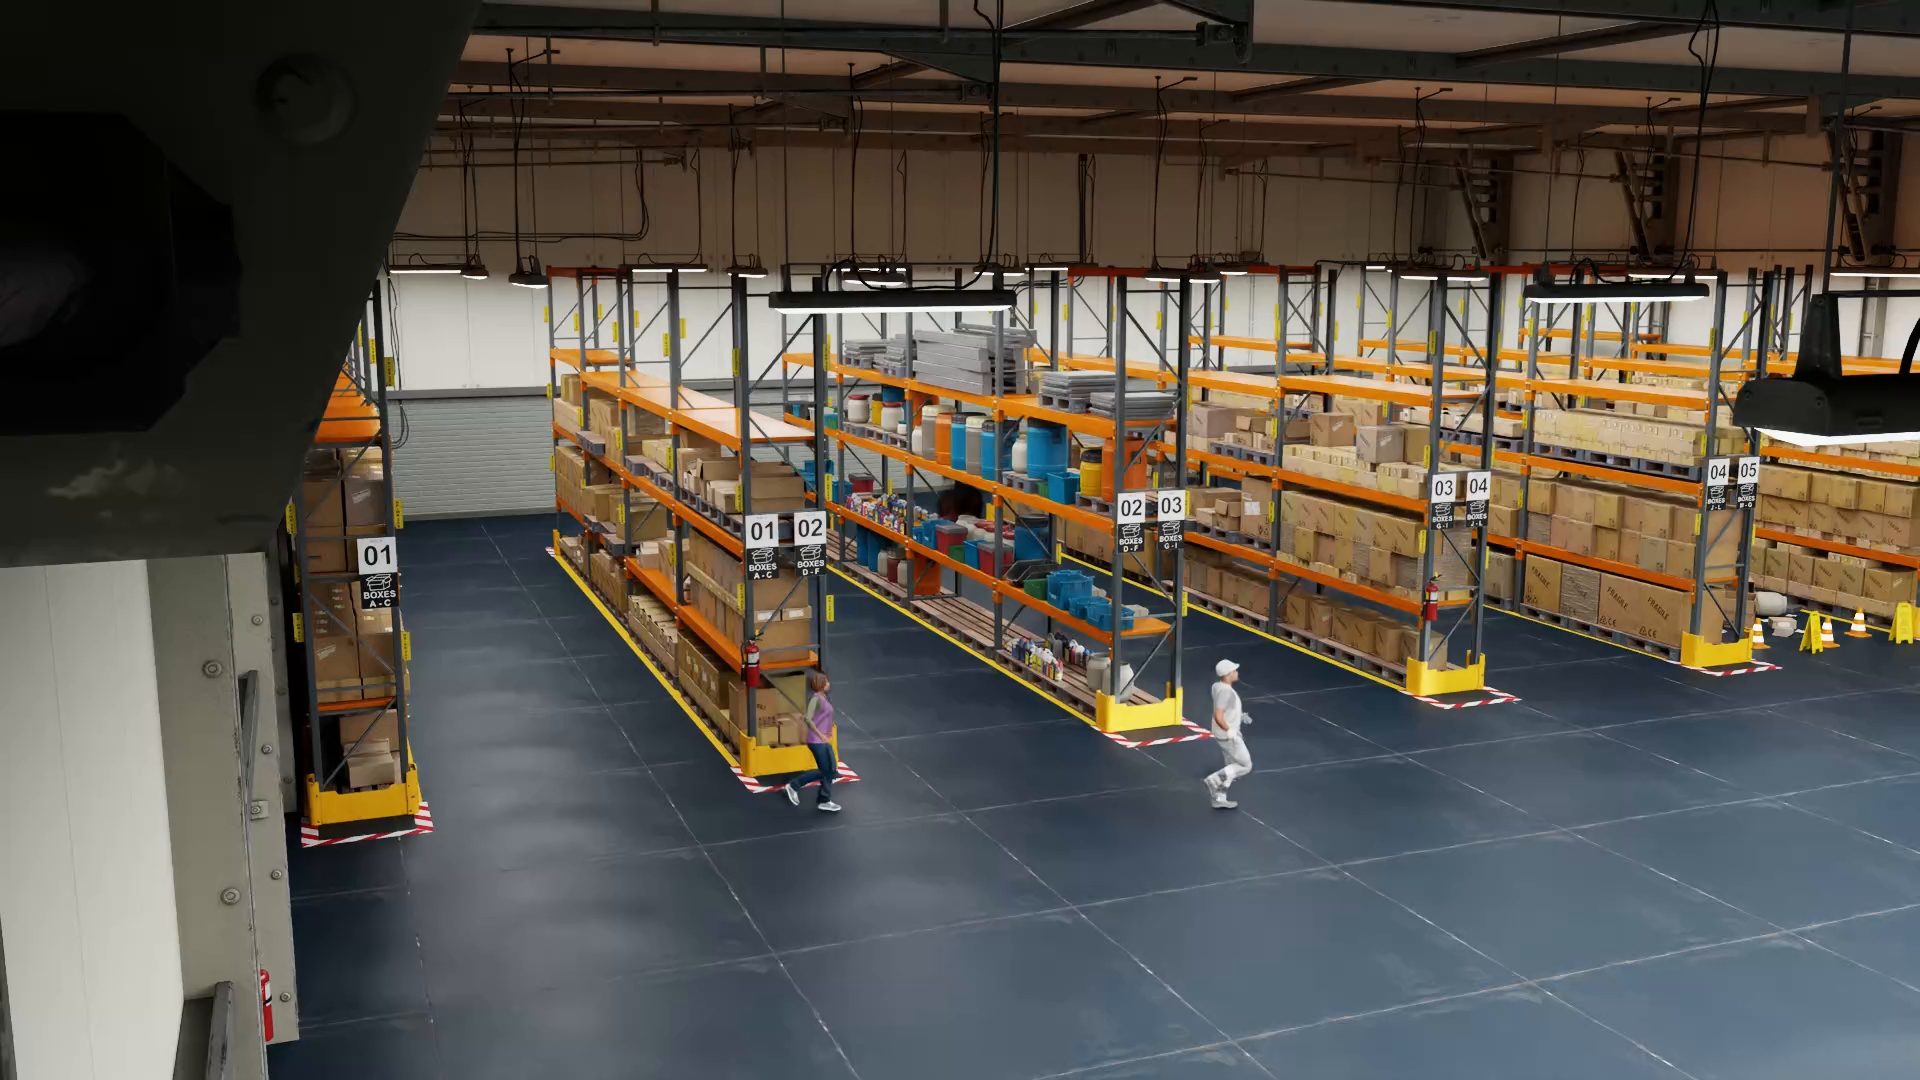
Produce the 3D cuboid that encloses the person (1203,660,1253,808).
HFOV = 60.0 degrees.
[{"bbox_3d":[3.060,2.213,18.953,0.592,1.738,0.656,0,10,-2],"label":"person"}]

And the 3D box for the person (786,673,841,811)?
[{"bbox_3d":[-1.659,2.302,19.051,0.631,1.533,0.602,1,10,4],"label":"person"}]

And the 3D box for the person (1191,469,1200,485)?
[{"bbox_3d":[6.074,-1.641,41.576,0.732,1.580,0.576,4,11,21],"label":"person"}]
